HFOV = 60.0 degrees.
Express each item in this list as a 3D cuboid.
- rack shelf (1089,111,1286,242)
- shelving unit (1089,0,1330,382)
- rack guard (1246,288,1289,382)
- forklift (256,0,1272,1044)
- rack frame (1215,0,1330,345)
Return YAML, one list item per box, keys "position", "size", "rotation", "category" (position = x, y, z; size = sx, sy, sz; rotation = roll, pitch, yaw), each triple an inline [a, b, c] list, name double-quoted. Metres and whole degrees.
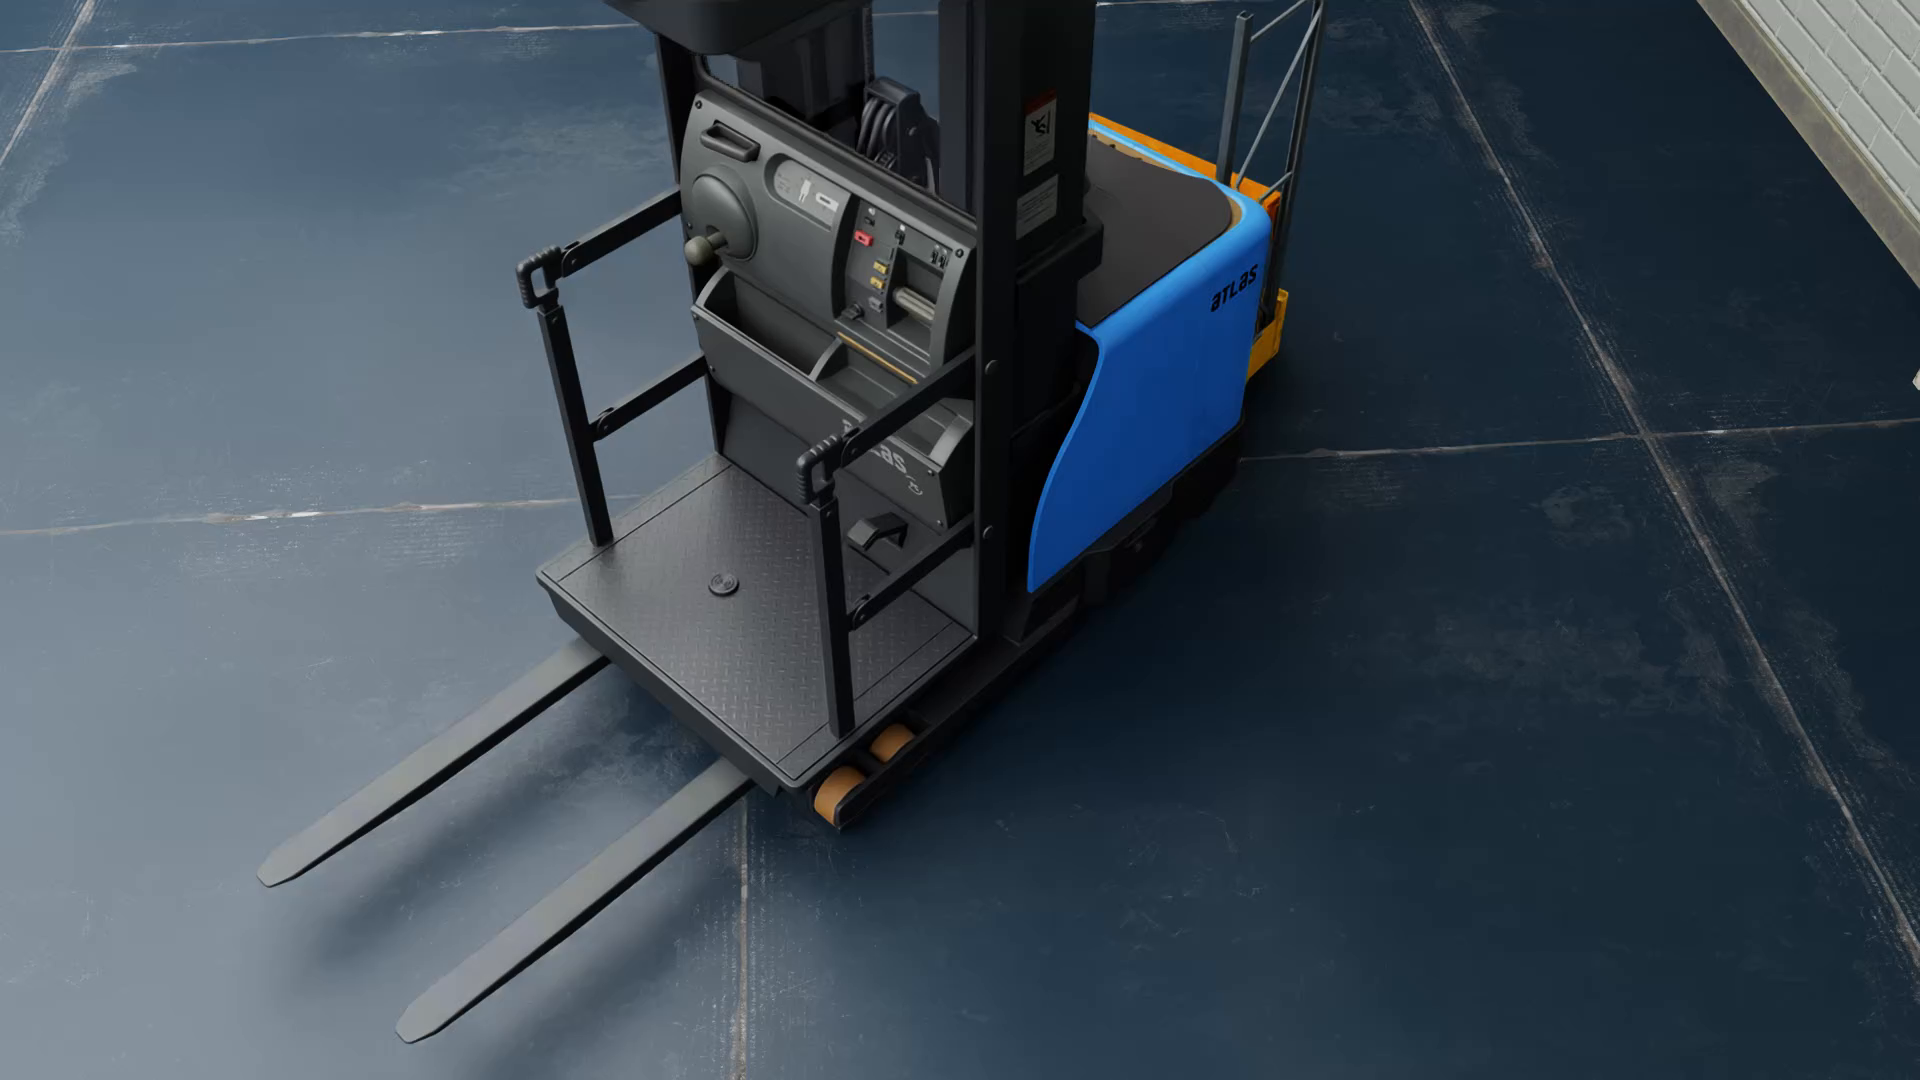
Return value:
- position: [0.526, -1.153, 5.555]
  size: [1.000, 0.185, 0.538]
  rotation: [30, 53, 26]
  category: "rack shelf"
- position: [0.533, -1.272, 5.421]
  size: [1.083, 1.500, 0.587]
  rotation: [30, 53, 26]
  category: "shelving unit"
- position: [0.919, -0.615, 5.659]
  size: [0.087, 0.250, 0.587]
  rotation: [30, 53, 26]
  category: "rack guard"
- position: [-0.482, -0.656, 3.853]
  size: [1.130, 2.935, 3.031]
  rotation: [34, 55, 28]
  category: "forklift"
- position: [0.921, -1.045, 5.205]
  size: [0.032, 1.500, 0.500]
  rotation: [30, 53, 26]
  category: "rack frame"
